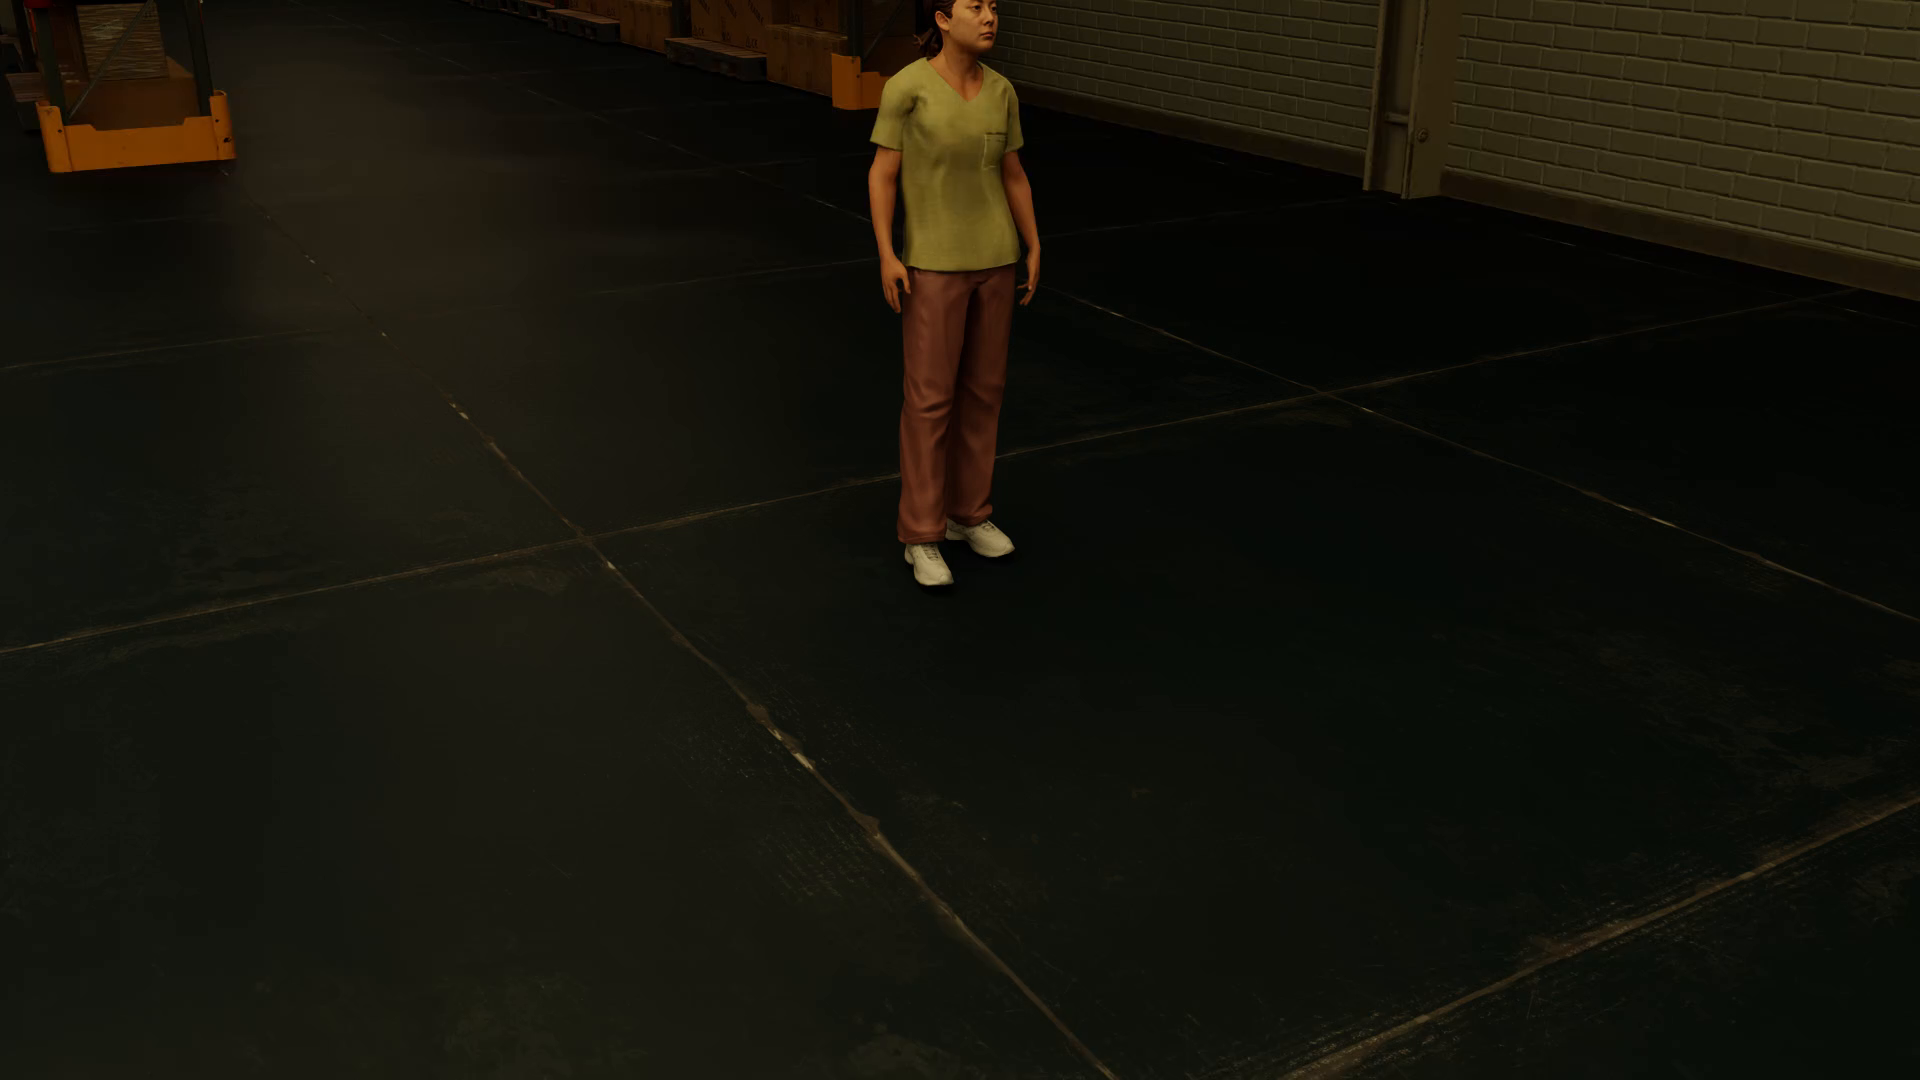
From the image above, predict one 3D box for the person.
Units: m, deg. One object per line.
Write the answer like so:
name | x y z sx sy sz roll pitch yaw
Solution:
person | 0.027 -0.756 4.749 0.553 1.675 0.549 -12 25 -28
